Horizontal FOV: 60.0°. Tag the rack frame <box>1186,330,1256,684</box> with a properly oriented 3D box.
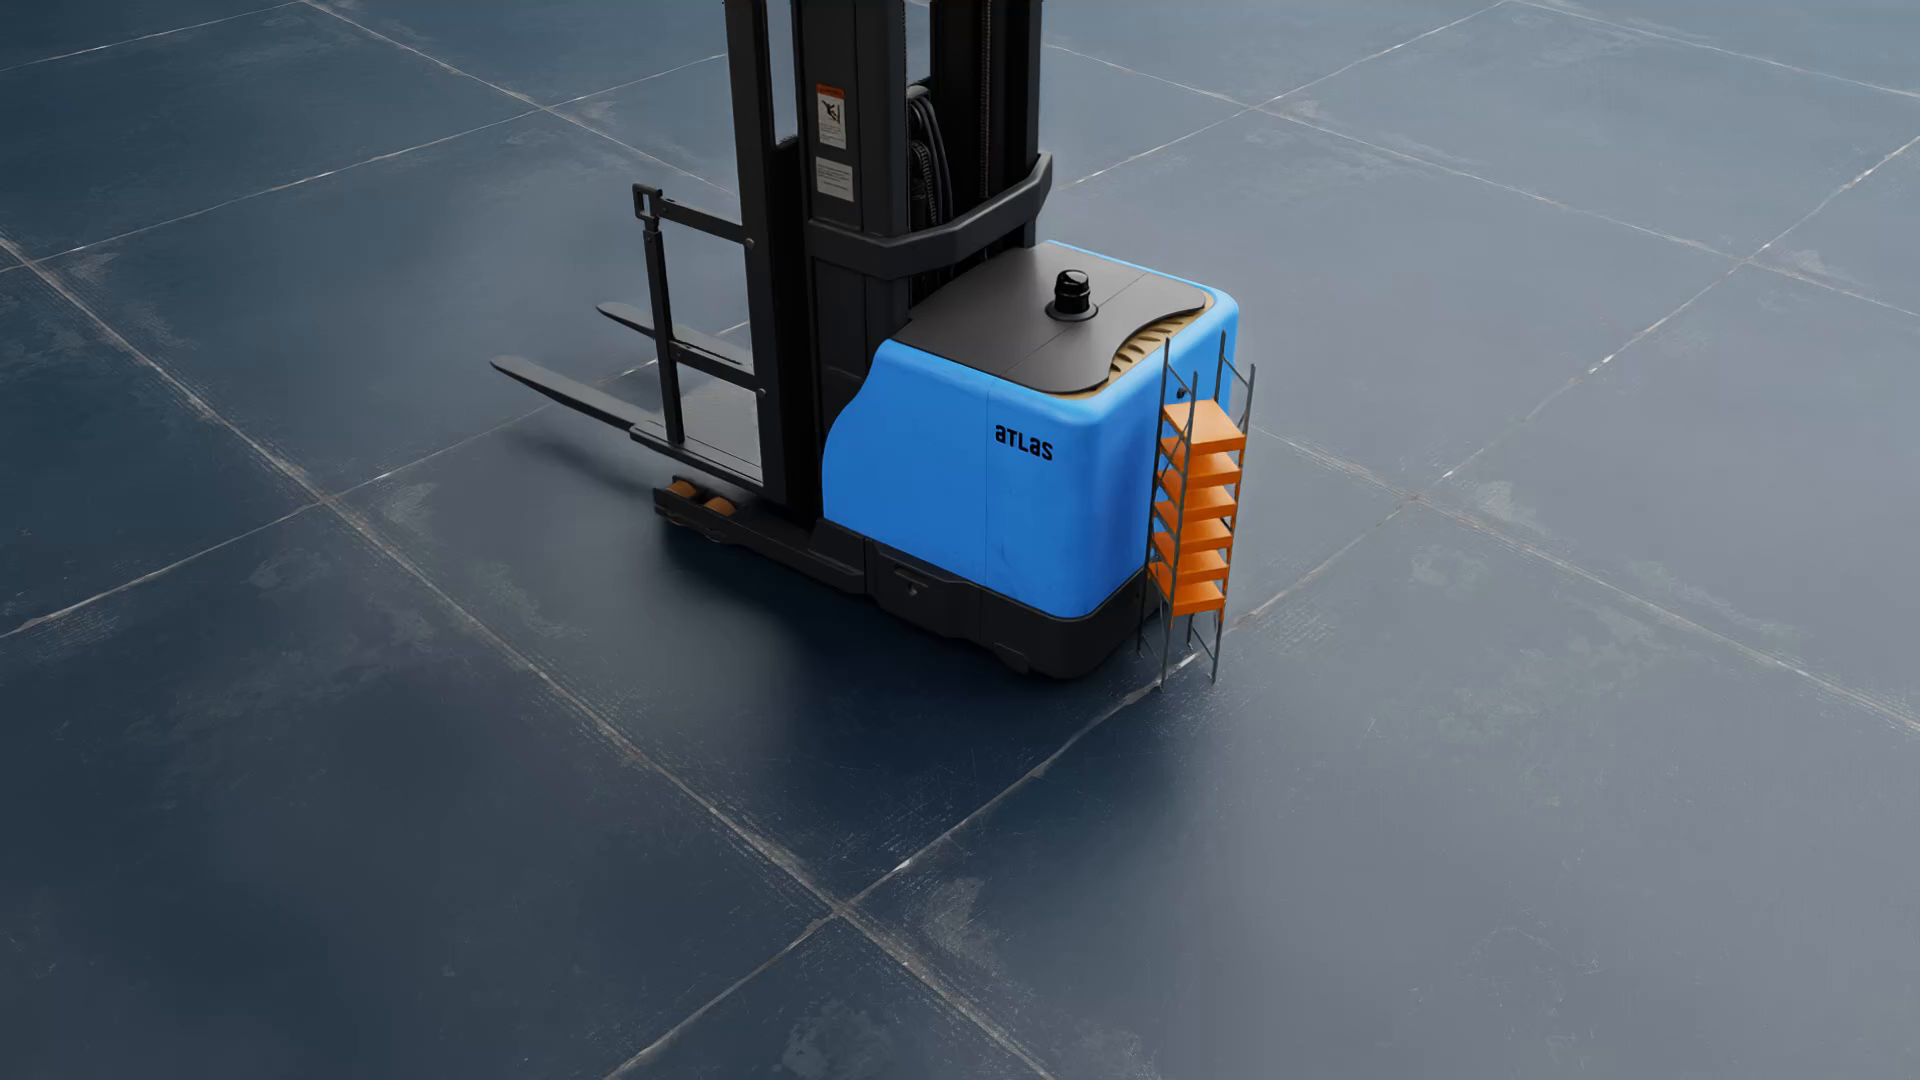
[{"bbox_3d":[0.825,-0.080,5.314,0.006,1.200,0.240,-8,35,-14],"label":"rack frame"}]

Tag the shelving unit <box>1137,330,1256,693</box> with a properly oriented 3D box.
[{"bbox_3d":[0.737,-0.067,5.292,0.189,1.200,0.258,-8,35,-14],"label":"shelving unit"}]

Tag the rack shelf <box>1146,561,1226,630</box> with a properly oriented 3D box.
[{"bbox_3d":[0.733,0.168,5.452,0.180,0.103,0.258,-8,35,-14],"label":"rack shelf"}]

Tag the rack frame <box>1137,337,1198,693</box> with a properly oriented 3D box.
[{"bbox_3d":[0.649,-0.054,5.271,0.006,1.200,0.240,-8,35,-14],"label":"rack frame"}]

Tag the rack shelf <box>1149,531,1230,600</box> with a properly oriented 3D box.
[{"bbox_3d":[0.735,0.069,5.385,0.180,0.103,0.258,-8,35,-14],"label":"rack shelf"}]

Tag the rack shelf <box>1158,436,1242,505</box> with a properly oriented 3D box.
[{"bbox_3d":[0.740,-0.229,5.182,0.180,0.103,0.258,-8,35,-14],"label":"rack shelf"}]

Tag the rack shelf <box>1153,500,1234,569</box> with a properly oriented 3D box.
[{"bbox_3d":[0.737,-0.030,5.317,0.180,0.103,0.258,-8,35,-14],"label":"rack shelf"}]

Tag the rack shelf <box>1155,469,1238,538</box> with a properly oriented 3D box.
[{"bbox_3d":[0.738,-0.129,5.250,0.180,0.103,0.258,-8,35,-14],"label":"rack shelf"}]

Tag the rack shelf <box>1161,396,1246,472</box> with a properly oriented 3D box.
[{"bbox_3d":[0.742,-0.328,5.115,0.180,0.103,0.258,-8,35,-14],"label":"rack shelf"}]

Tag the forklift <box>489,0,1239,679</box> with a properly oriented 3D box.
[{"bbox_3d":[-0.544,-1.413,5.714,3.031,2.935,1.130,23,41,29],"label":"forklift"}]
